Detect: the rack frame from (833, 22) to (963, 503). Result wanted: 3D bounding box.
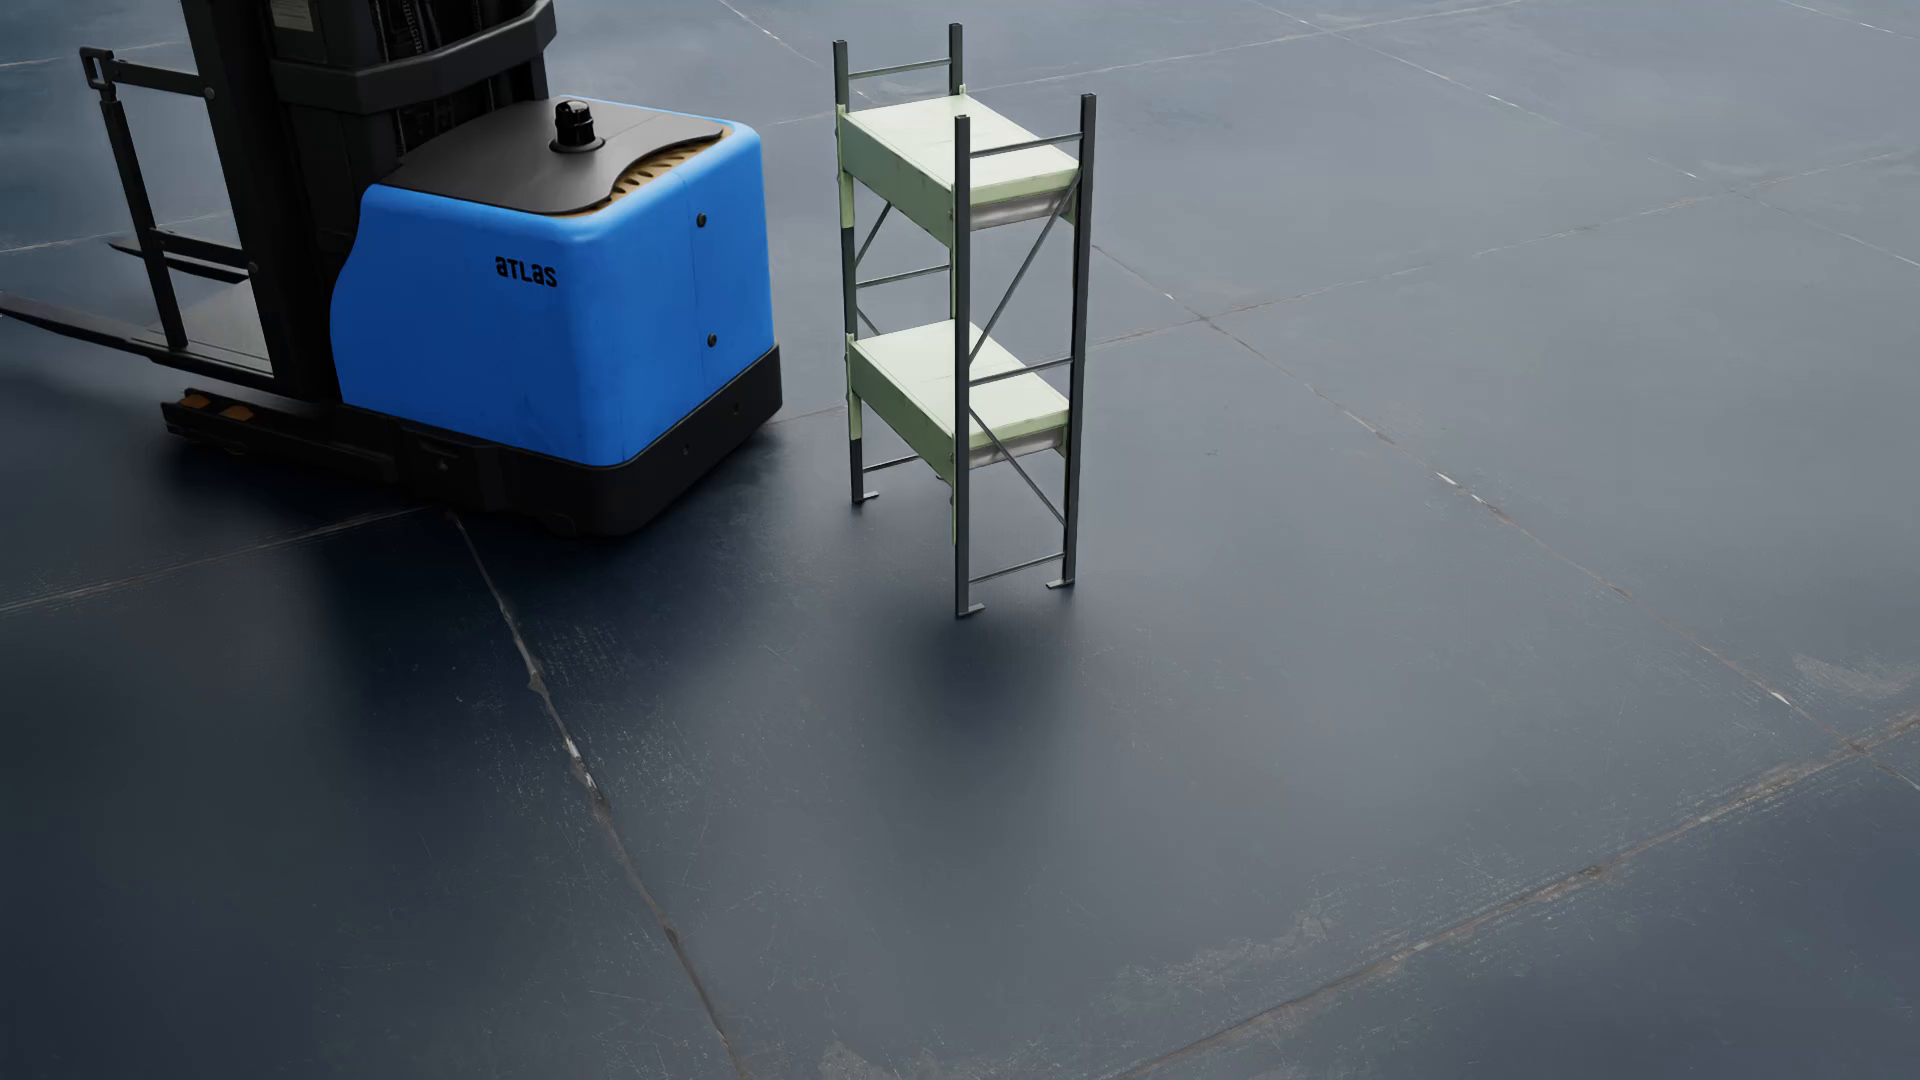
[{"bbox_3d":[-0.174,-0.809,5.123,0.400,1.500,0.023,-16,36,-23],"label":"rack frame"}]

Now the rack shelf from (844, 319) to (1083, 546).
[{"bbox_3d":[-0.003,-0.360,5.026,0.431,0.370,0.720,-16,36,-23],"label":"rack shelf"}]

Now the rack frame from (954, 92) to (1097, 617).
[{"bbox_3d":[0.168,-0.460,4.578,0.400,1.500,0.023,-16,36,-23],"label":"rack frame"}]

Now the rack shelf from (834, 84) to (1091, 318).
[{"bbox_3d":[-0.003,-0.963,4.640,0.431,0.370,0.720,-16,36,-23],"label":"rack shelf"}]

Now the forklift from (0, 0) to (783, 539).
[{"bbox_3d":[-2.184,-1.767,5.291,3.031,2.935,1.130,14,35,21],"label":"forklift"}]

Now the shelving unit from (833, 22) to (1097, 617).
[{"bbox_3d":[-0.003,-0.635,4.850,0.431,1.500,0.755,-16,36,-23],"label":"shelving unit"}]
